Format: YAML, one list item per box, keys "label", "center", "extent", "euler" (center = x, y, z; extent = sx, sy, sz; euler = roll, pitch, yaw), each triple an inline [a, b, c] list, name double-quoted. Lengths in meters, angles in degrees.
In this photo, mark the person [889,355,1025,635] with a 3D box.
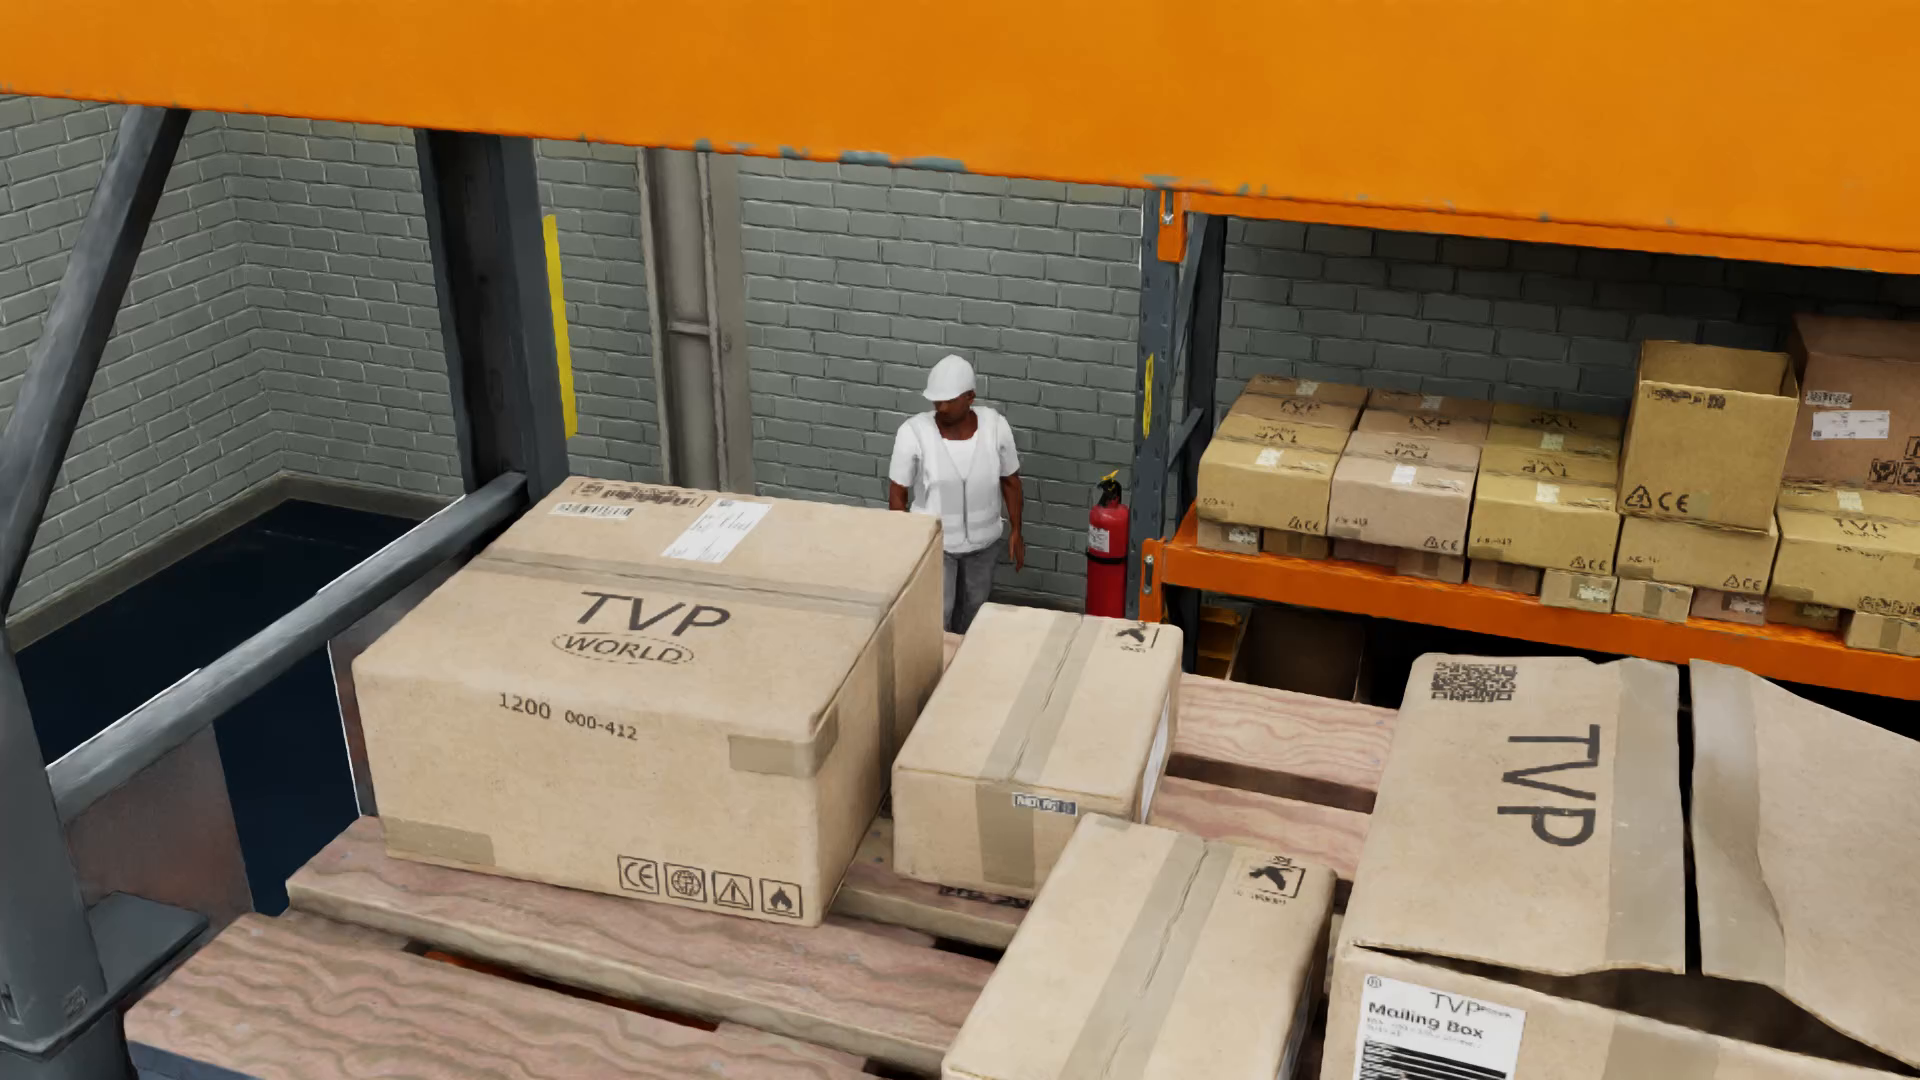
- label: "person"
  center: [-0.015, 0.010, 7.613]
  extent: [0.604, 1.824, 0.457]
  euler: [-8, 27, -17]
